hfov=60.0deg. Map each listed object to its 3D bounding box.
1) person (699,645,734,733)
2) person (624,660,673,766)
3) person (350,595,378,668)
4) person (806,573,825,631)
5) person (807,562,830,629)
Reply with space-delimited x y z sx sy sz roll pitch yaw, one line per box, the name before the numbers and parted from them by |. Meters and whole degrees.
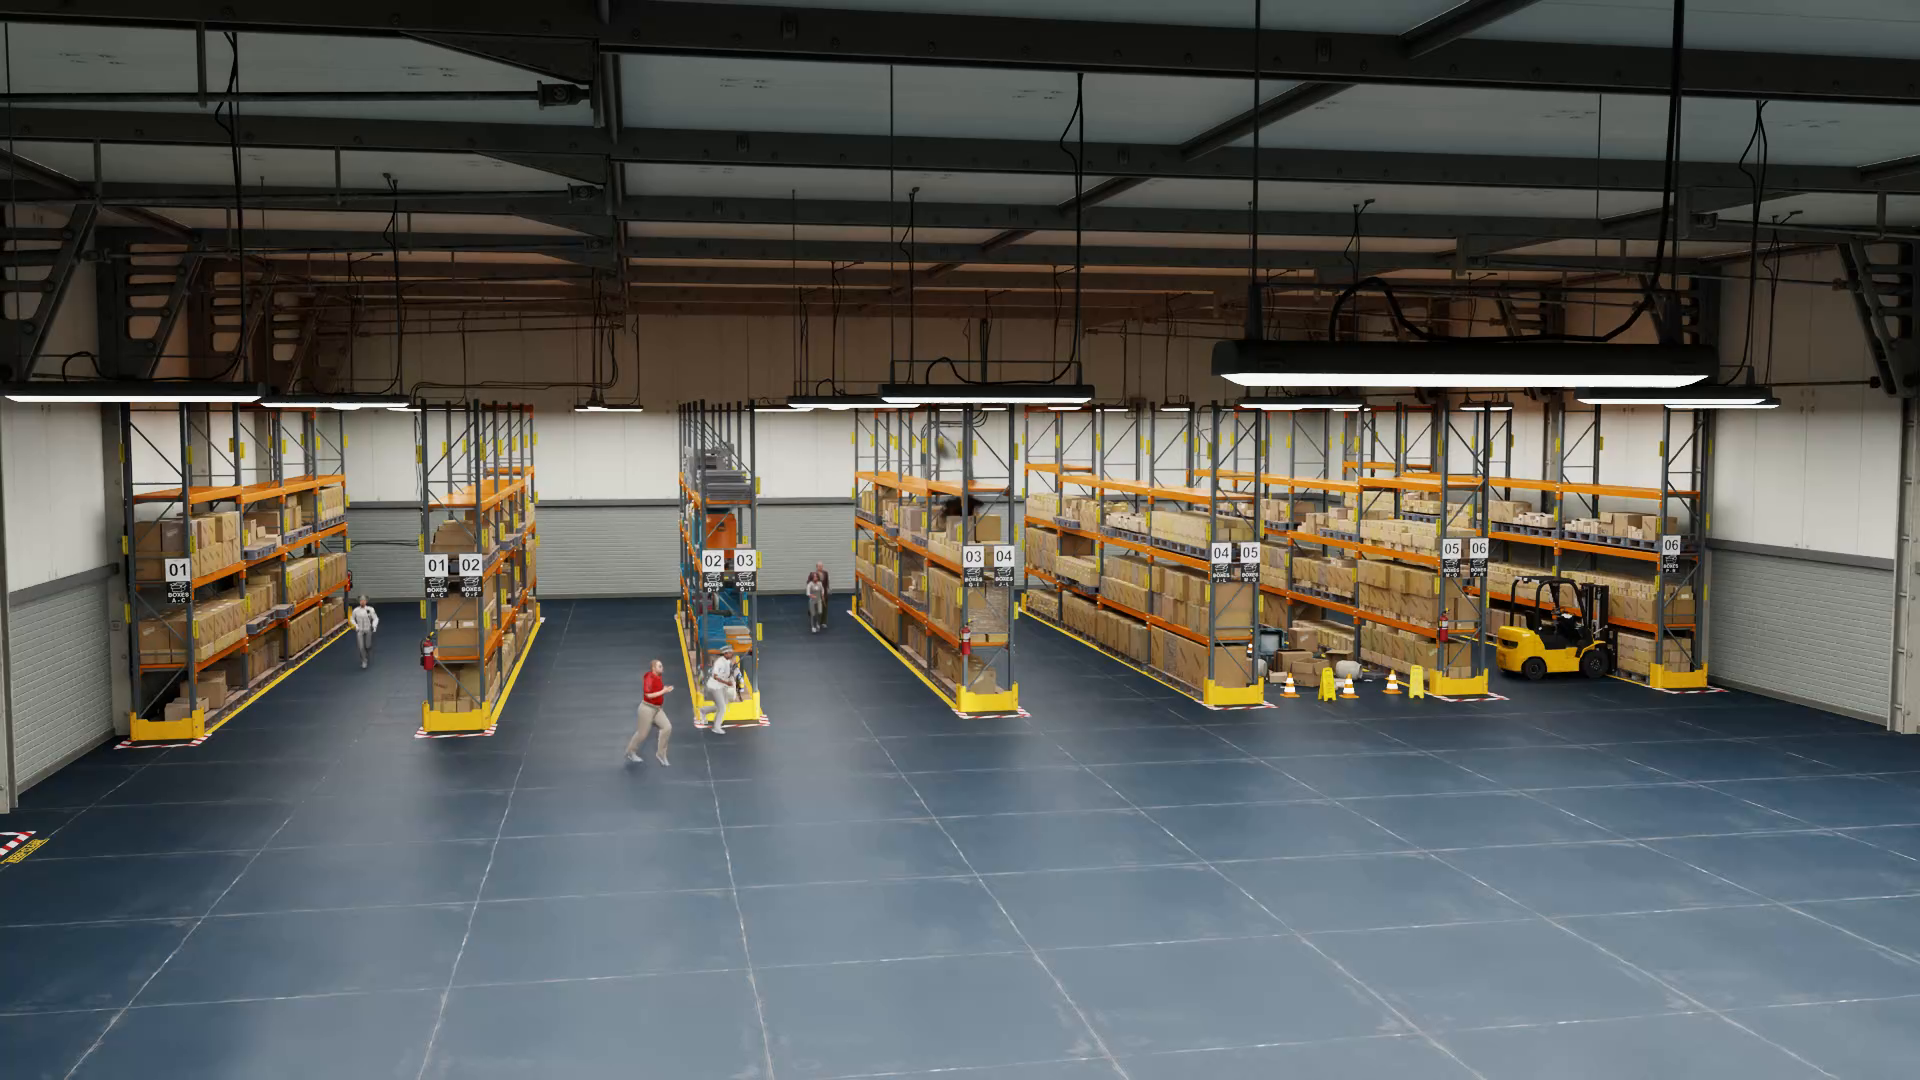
person | -4.368 2.687 29.893 0.671 1.637 0.558 1 4 12
person | -5.072 2.885 27.123 0.881 1.730 0.639 1 4 15
person | -13.544 2.057 37.789 0.616 1.659 0.554 -1 4 -15
person | -3.774 1.638 43.580 0.507 1.560 0.701 -1 4 -14
person | -3.810 1.464 44.757 0.694 1.763 0.991 -2 5 -27
